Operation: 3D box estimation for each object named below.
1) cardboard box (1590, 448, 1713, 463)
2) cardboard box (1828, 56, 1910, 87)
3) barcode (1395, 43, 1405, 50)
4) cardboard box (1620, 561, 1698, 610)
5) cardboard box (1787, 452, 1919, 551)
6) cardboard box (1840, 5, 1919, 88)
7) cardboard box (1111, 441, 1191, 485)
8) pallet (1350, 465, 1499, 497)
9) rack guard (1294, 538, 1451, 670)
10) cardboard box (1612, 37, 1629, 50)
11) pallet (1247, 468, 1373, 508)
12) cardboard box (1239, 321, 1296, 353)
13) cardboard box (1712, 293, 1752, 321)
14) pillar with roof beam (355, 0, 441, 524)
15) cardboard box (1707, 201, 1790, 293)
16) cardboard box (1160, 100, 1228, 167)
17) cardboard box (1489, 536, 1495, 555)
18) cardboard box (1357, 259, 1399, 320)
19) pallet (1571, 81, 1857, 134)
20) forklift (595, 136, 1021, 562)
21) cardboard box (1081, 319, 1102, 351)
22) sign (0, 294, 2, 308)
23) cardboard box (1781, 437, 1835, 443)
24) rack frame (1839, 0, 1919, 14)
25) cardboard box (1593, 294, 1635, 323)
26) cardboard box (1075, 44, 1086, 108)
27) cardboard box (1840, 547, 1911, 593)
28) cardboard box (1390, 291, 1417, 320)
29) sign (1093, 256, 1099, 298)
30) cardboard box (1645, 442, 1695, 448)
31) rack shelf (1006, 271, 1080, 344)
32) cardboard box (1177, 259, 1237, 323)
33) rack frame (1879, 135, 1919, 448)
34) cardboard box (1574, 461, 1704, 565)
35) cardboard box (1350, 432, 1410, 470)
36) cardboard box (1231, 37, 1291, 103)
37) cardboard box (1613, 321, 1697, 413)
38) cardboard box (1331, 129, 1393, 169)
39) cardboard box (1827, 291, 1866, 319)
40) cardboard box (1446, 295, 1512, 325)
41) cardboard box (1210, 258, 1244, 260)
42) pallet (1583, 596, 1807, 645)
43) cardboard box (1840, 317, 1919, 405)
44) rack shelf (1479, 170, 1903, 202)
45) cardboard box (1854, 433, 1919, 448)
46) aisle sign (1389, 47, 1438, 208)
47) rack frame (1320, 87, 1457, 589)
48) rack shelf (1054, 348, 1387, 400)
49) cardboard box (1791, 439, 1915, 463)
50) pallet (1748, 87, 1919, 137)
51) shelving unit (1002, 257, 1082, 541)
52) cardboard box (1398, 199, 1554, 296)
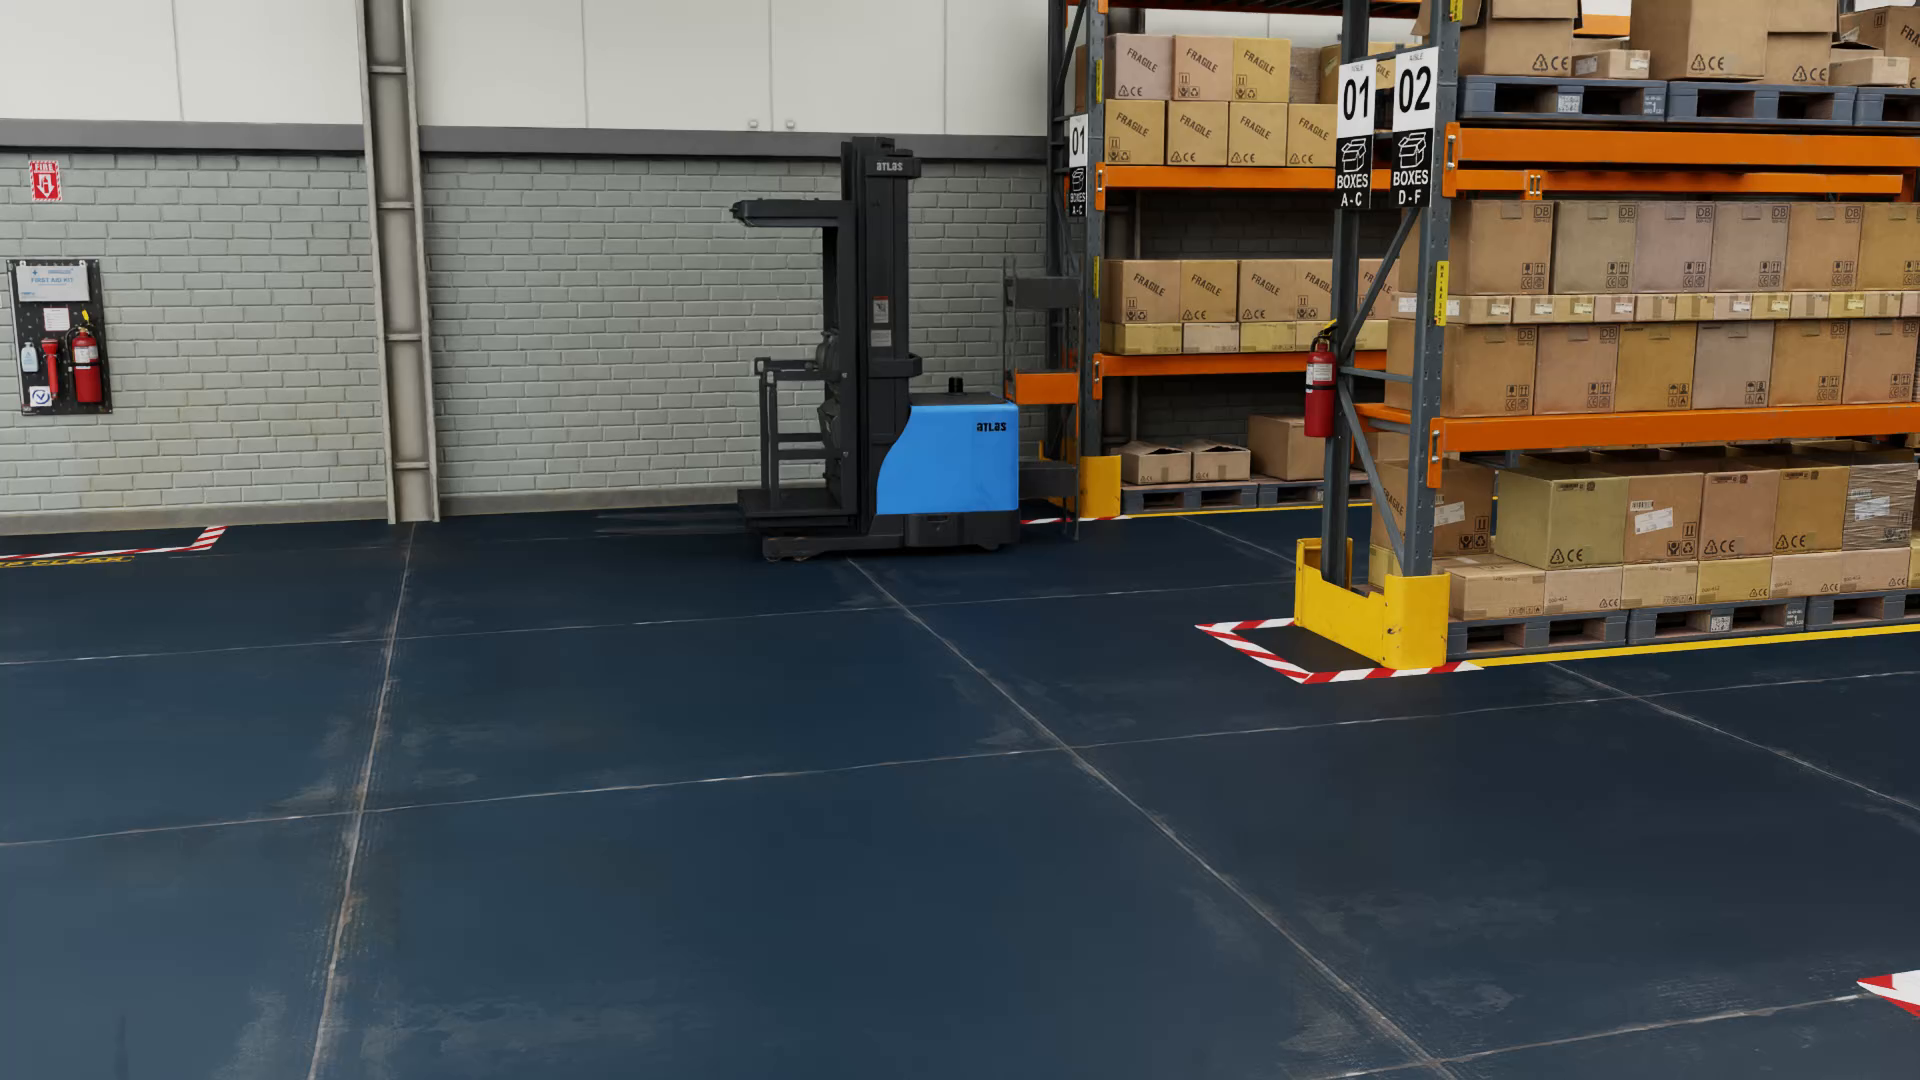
[{"bbox_3d":[4.184,-0.276,10.122,0.500,0.500,0.500,-3,11,-16],"label":"cardboard box"},{"bbox_3d":[5.075,-2.616,9.336,0.250,0.149,0.380,-3,11,-16],"label":"cardboard box"},{"bbox_3d":[2.471,-2.755,9.340,0.075,0.075,0.001,-3,11,-16],"label":"barcode"},{"bbox_3d":[3.852,0.211,9.551,0.500,0.250,0.500,-3,11,-16],"label":"cardboard box"},{"bbox_3d":[5.289,-0.236,9.908,0.500,0.500,0.500,-3,11,-16],"label":"cardboard box"},{"bbox_3d":[5.599,-2.918,10.004,0.500,0.500,0.500,-2,11,-11],"label":"cardboard box"},{"bbox_3d":[1.617,-0.670,14.111,0.500,0.311,0.500,-4,11,-22],"label":"cardboard box"},{"bbox_3d":[4.134,-0.547,14.936,1.213,0.211,1.003,-3,11,-16],"label":"pallet"},{"bbox_3d":[2.293,0.335,9.345,0.348,0.500,1.175,-3,11,-16],"label":"rack guard"},{"bbox_3d":[3.882,-2.734,9.529,0.500,0.311,0.500,-2,11,-9],"label":"cardboard box"},{"bbox_3d":[2.960,-0.485,14.597,1.213,0.211,1.003,-3,11,-16],"label":"pallet"},{"bbox_3d":[2.471,-1.715,13.939,0.500,0.250,0.500,-3,11,-17],"label":"cardboard box"},{"bbox_3d":[4.229,-1.324,9.384,0.250,0.149,0.380,-3,11,-15],"label":"cardboard box"},{"bbox_3d":[-3.199,-3.841,8.554,0.400,9.000,9.100,-3,11,-16],"label":"pillar with roof beam"},{"bbox_3d":[4.287,-1.685,9.556,0.500,0.500,0.700,-3,11,-16],"label":"cardboard box"},{"bbox_3d":[1.844,-3.285,13.489,0.500,0.500,0.500,-2,11,-12],"label":"cardboard box"},{"bbox_3d":[3.225,0.144,9.911,0.500,0.250,0.500,-3,11,-16],"label":"cardboard box"},{"bbox_3d":[3.437,-2.136,14.152,0.500,0.500,0.500,-3,11,-18],"label":"cardboard box"},{"bbox_3d":[4.176,-2.421,9.371,1.213,0.211,1.003,-3,11,-16],"label":"pallet"},{"bbox_3d":[-1.129,-1.392,12.014,3.031,2.935,1.130,-2,11,-10],"label":"forklift"},{"bbox_3d":[1.323,-1.750,14.125,0.500,0.250,0.500,-3,11,-15],"label":"cardboard box"},{"bbox_3d":[-7.339,-1.787,12.406,0.331,0.109,0.001,-3,11,-16],"label":"sign"},{"bbox_3d":[7.932,-1.103,15.940,0.500,0.500,0.700,-3,11,-15],"label":"cardboard box"},{"bbox_3d":[8.609,-5.112,15.458,0.127,3.000,1.000,-3,11,-16],"label":"rack frame"},{"bbox_3d":[3.489,-1.285,9.172,0.250,0.149,0.380,-3,11,-17],"label":"cardboard box"},{"bbox_3d":[1.269,-3.850,13.794,0.500,0.500,0.500,-3,11,-13],"label":"cardboard box"},{"bbox_3d":[5.290,0.133,9.974,0.500,0.250,0.500,-3,11,-16],"label":"cardboard box"},{"bbox_3d":[2.630,-1.316,9.342,0.250,0.149,0.380,-3,11,-17],"label":"cardboard box"},{"bbox_3d":[1.080,-2.088,13.211,0.005,0.325,0.100,-3,11,-16],"label":"sign"},{"bbox_3d":[6.454,-1.040,15.597,0.500,0.500,0.700,-3,11,-15],"label":"cardboard box"},{"bbox_3d":[0.605,-1.727,12.338,0.480,0.518,0.431,-2,11,-10],"label":"rack shelf"},{"bbox_3d":[1.948,-2.056,13.720,0.500,0.500,0.500,-3,11,-16],"label":"cardboard box"},{"bbox_3d":[6.157,-1.098,10.225,0.127,3.000,1.000,-3,11,-16],"label":"rack frame"},{"bbox_3d":[3.849,-0.160,9.494,0.500,0.500,0.500,-3,11,-16],"label":"cardboard box"},{"bbox_3d":[3.783,-0.886,14.765,0.500,0.500,0.500,-4,11,-20],"label":"cardboard box"},{"bbox_3d":[2.350,-3.804,13.547,0.500,0.500,0.500,-3,11,-14],"label":"cardboard box"},{"bbox_3d":[3.749,-1.017,9.512,0.500,0.500,0.700,-3,11,-16],"label":"cardboard box"},{"bbox_3d":[3.342,-3.366,13.932,0.500,0.500,0.500,-3,11,-18],"label":"cardboard box"},{"bbox_3d":[4.978,-1.364,9.602,0.250,0.149,0.380,-3,11,-16],"label":"cardboard box"},{"bbox_3d":[2.753,-1.246,8.962,0.250,0.149,0.380,-3,11,-16],"label":"cardboard box"},{"bbox_3d":[2.302,-2.173,14.351,0.500,0.500,0.500,-3,11,-18],"label":"cardboard box"},{"bbox_3d":[4.208,0.369,9.959,1.213,0.211,1.003,-3,11,-16],"label":"pallet"},{"bbox_3d":[5.228,-1.096,9.937,0.500,0.500,0.700,-3,11,-17],"label":"cardboard box"},{"bbox_3d":[6.689,-3.181,15.245,4.000,0.370,1.077,-3,11,-16],"label":"rack shelf"},{"bbox_3d":[9.352,-1.325,16.236,0.750,0.750,0.750,-3,11,-17],"label":"cardboard box"},{"bbox_3d":[2.339,-2.117,8.583,0.004,0.787,0.394,-3,11,-16],"label":"aisle sign"},{"bbox_3d":[2.316,-0.895,9.125,0.127,3.000,1.000,-3,11,-16],"label":"rack frame"},{"bbox_3d":[2.848,-1.504,14.417,4.000,0.370,1.077,-3,11,-16],"label":"rack shelf"},{"bbox_3d":[5.624,-0.352,10.536,0.500,0.500,0.500,-3,11,-16],"label":"cardboard box"},{"bbox_3d":[5.345,-2.482,9.702,1.213,0.211,1.003,-3,11,-16],"label":"pallet"},{"bbox_3d":[0.605,-1.052,12.462,0.503,2.100,0.431,-2,11,-10],"label":"shelving unit"},{"bbox_3d":[2.819,-1.607,9.130,0.500,0.500,0.700,-3,11,-16],"label":"cardboard box"}]
